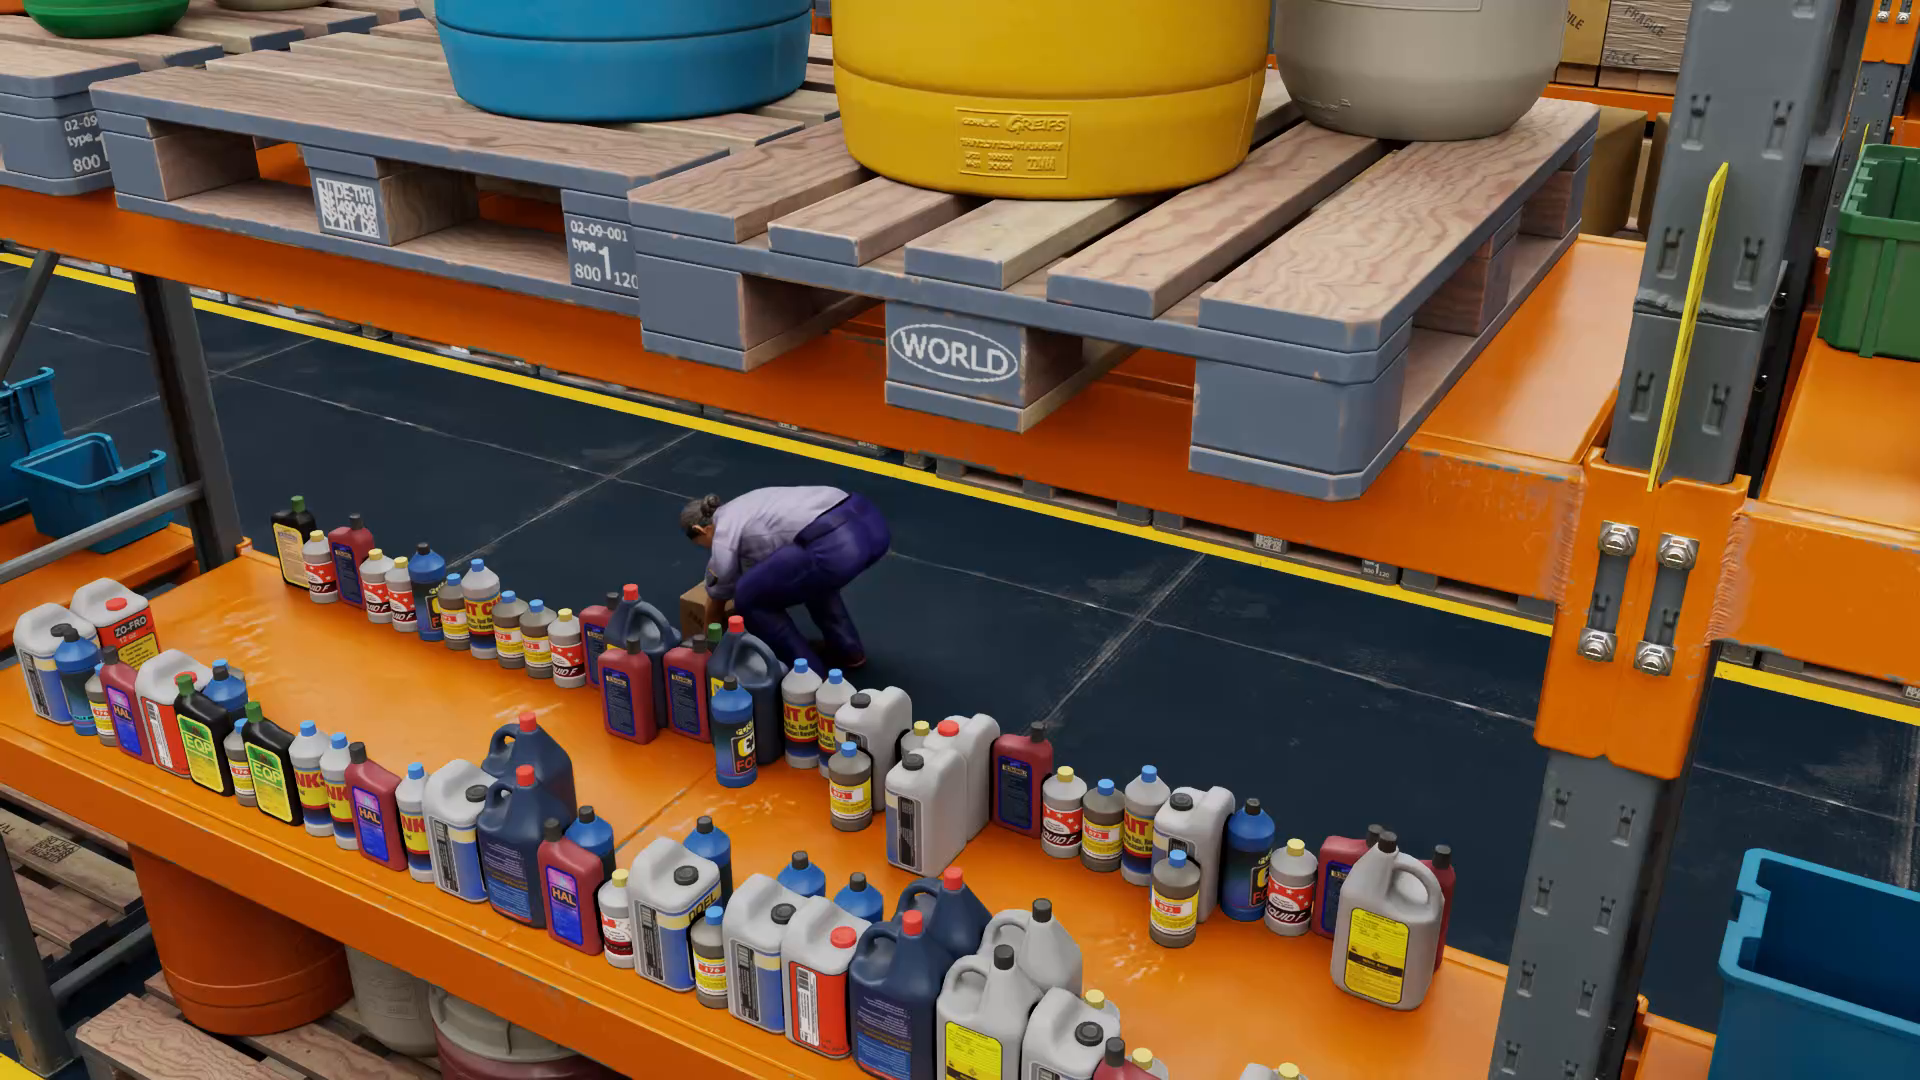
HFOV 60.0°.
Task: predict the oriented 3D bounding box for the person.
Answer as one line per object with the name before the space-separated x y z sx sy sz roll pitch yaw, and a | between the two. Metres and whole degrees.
person | -0.730 0.160 6.734 0.900 0.830 0.521 13 29 24
